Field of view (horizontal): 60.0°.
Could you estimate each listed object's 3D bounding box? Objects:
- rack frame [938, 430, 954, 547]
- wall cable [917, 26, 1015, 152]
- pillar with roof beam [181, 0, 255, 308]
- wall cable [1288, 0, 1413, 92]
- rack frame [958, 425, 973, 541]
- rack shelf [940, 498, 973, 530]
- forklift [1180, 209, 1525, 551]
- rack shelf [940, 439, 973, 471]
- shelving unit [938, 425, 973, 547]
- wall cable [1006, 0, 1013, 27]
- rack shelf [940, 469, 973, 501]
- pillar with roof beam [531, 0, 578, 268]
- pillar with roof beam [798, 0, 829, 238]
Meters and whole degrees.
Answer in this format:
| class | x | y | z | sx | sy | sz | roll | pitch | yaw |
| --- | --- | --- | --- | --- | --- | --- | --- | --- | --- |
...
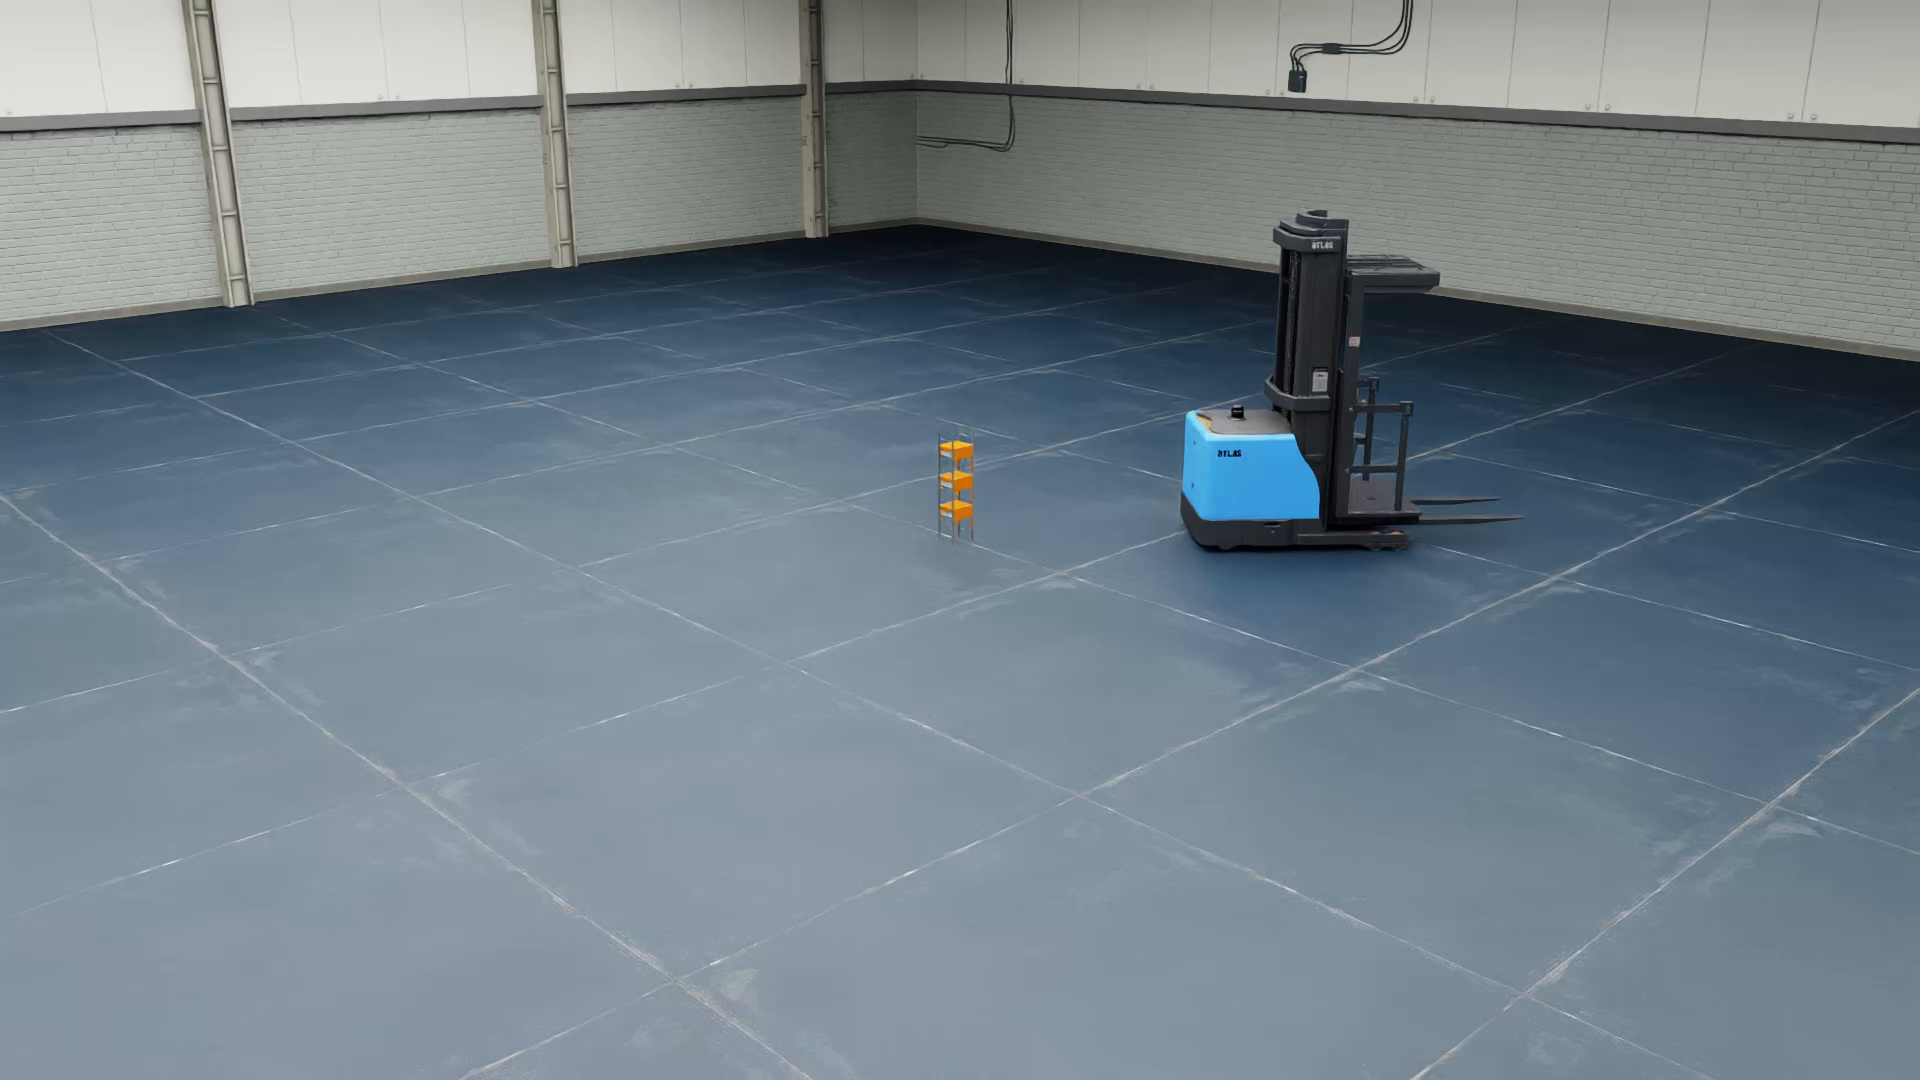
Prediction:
| class | x | y | z | sx | sy | sz | roll | pitch | yaw |
| --- | --- | --- | --- | --- | --- | --- | --- | --- | --- |
| rack frame | -0.128 | -0.462 | 14.973 | 0.008 | 1.050 | 0.200 | -16 | 24 | -41 |
| wall cable | 0.045 | -9.497 | 34.986 | 0.112 | 2.526 | 3.097 | -16 | 24 | -41 |
| pillar with roof beam | -8.766 | -7.139 | 22.677 | 0.400 | 9.000 | 9.100 | -16 | 24 | -41 |
| wall cable | 6.555 | -10.461 | 27.410 | 0.169 | 6.003 | 2.305 | -16 | 24 | -41 |
| rack frame | 0.050 | -0.514 | 15.133 | 0.008 | 1.050 | 0.200 | -16 | 24 | -41 |
| rack shelf | -0.039 | -0.214 | 15.142 | 0.240 | 0.259 | 0.215 | -16 | 24 | -41 |
| forklift | 3.624 | -1.461 | 15.003 | 3.031 | 2.935 | 1.130 | -1 | 18 | -3 |
| rack shelf | -0.039 | -0.748 | 14.969 | 0.240 | 0.259 | 0.215 | -16 | 24 | -41 |
| shelving unit | -0.039 | -0.488 | 15.053 | 0.252 | 1.050 | 0.215 | -16 | 24 | -41 |
| wall cable | 1.903 | -11.293 | 32.337 | 0.112 | 2.526 | 3.097 | -16 | 24 | -41 |
| rack shelf | -0.039 | -0.478 | 15.056 | 0.240 | 0.259 | 0.215 | -16 | 24 | -41 |
| pillar with roof beam | -4.407 | -8.410 | 26.599 | 0.400 | 9.000 | 9.100 | -16 | 24 | -41 |
| pillar with roof beam | -0.047 | -9.681 | 30.520 | 0.400 | 9.000 | 9.100 | -16 | 24 | -41 |
